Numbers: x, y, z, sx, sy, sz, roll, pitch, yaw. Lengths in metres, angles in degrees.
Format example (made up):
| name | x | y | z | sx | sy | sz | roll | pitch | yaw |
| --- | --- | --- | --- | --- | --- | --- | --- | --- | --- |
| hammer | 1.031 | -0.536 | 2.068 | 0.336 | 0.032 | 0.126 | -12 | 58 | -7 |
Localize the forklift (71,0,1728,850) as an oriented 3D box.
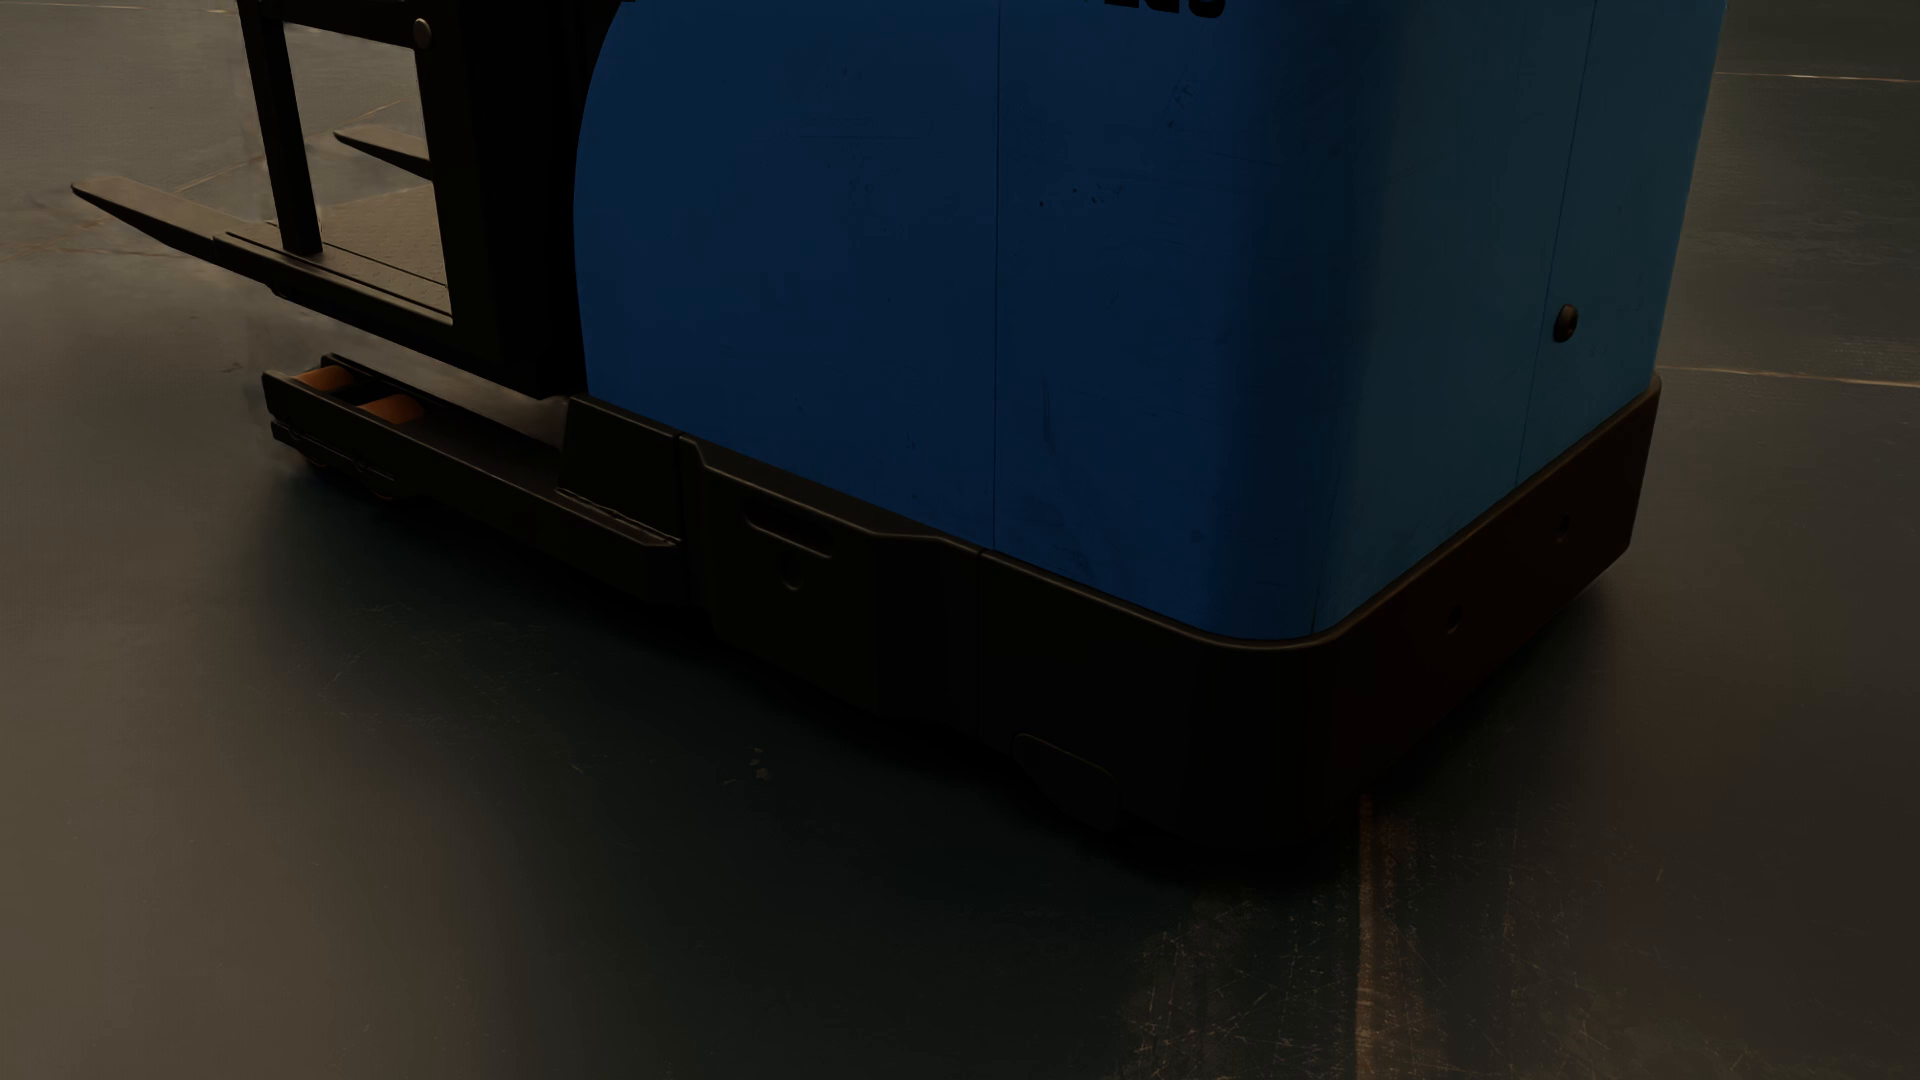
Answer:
| name | x | y | z | sx | sy | sz | roll | pitch | yaw |
| --- | --- | --- | --- | --- | --- | --- | --- | --- | --- |
| forklift | -0.500 | -1.528 | 2.275 | 3.031 | 2.935 | 1.130 | 21 | 34 | 36 |
